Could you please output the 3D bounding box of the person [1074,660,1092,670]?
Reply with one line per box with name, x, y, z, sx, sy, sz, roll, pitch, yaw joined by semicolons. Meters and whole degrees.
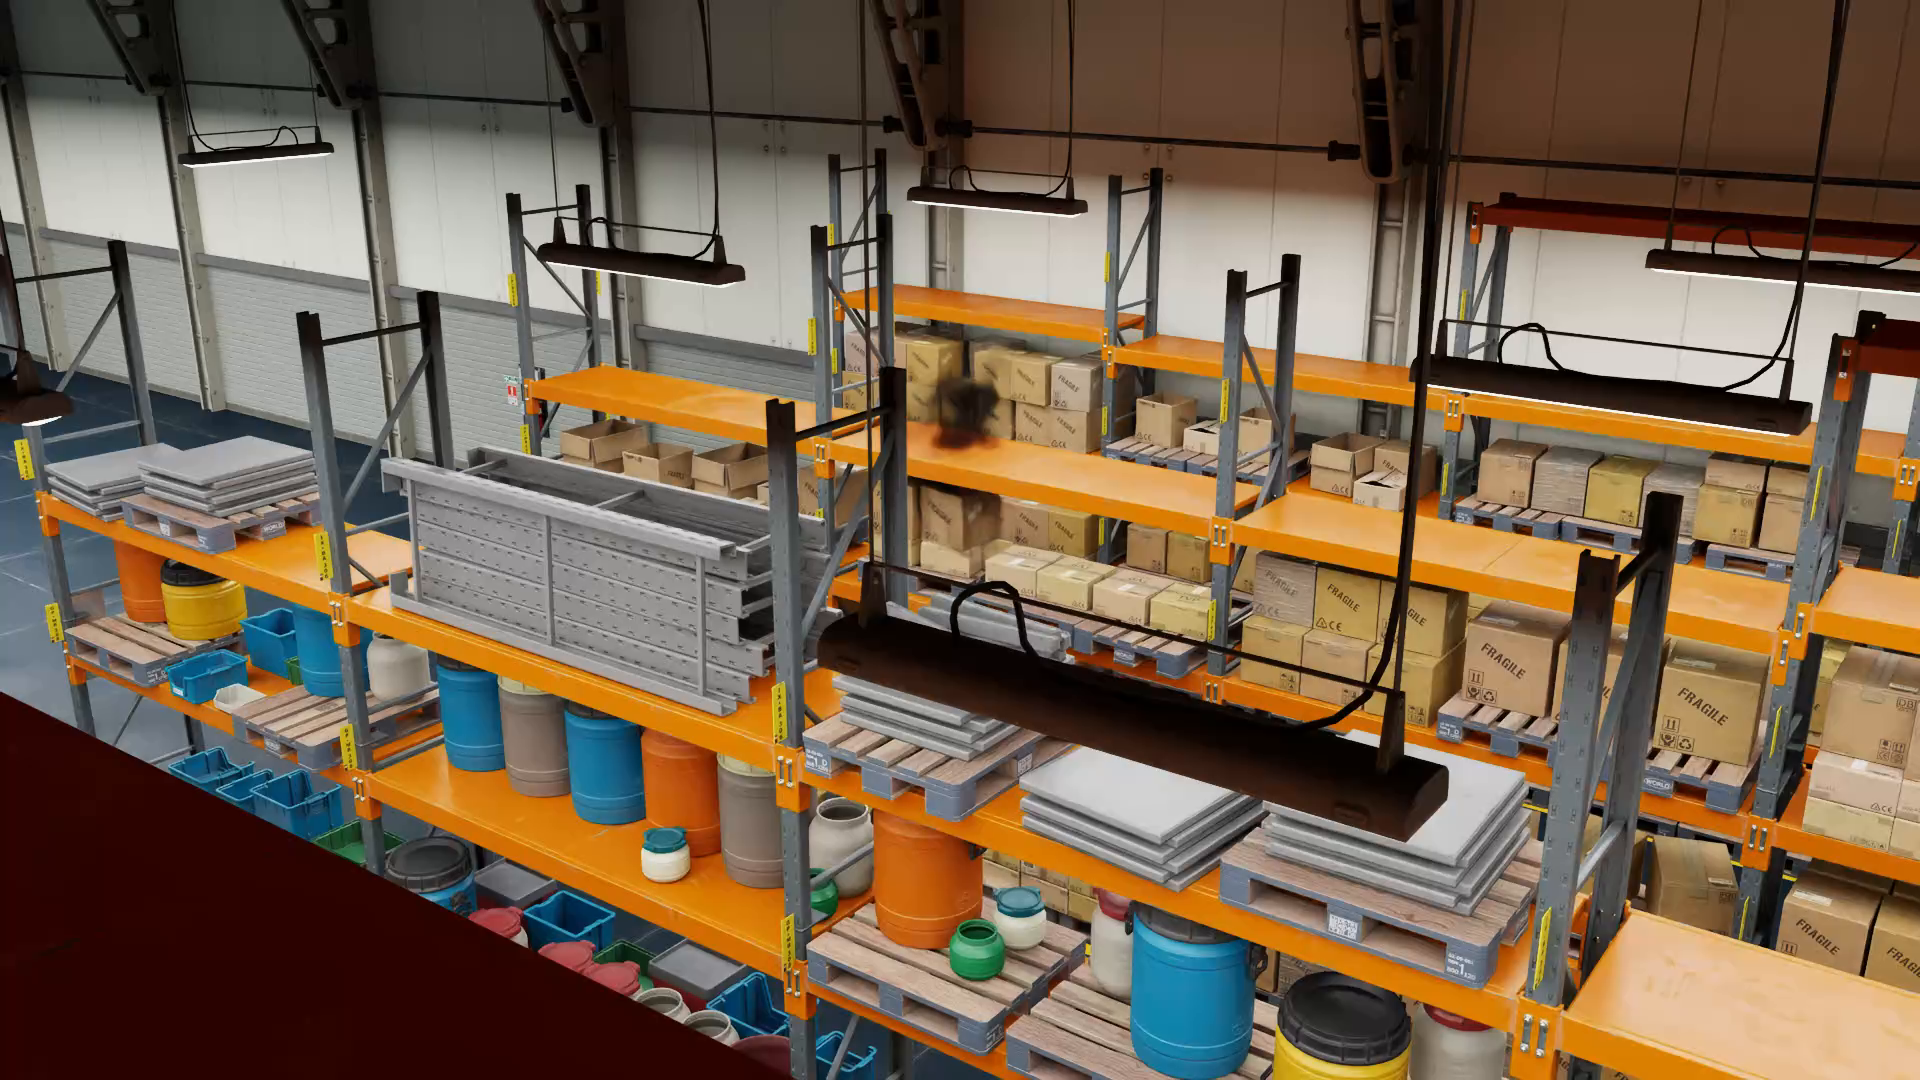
person;1.230;1.949;16.650;0.861;1.724;0.663;11;21;30
